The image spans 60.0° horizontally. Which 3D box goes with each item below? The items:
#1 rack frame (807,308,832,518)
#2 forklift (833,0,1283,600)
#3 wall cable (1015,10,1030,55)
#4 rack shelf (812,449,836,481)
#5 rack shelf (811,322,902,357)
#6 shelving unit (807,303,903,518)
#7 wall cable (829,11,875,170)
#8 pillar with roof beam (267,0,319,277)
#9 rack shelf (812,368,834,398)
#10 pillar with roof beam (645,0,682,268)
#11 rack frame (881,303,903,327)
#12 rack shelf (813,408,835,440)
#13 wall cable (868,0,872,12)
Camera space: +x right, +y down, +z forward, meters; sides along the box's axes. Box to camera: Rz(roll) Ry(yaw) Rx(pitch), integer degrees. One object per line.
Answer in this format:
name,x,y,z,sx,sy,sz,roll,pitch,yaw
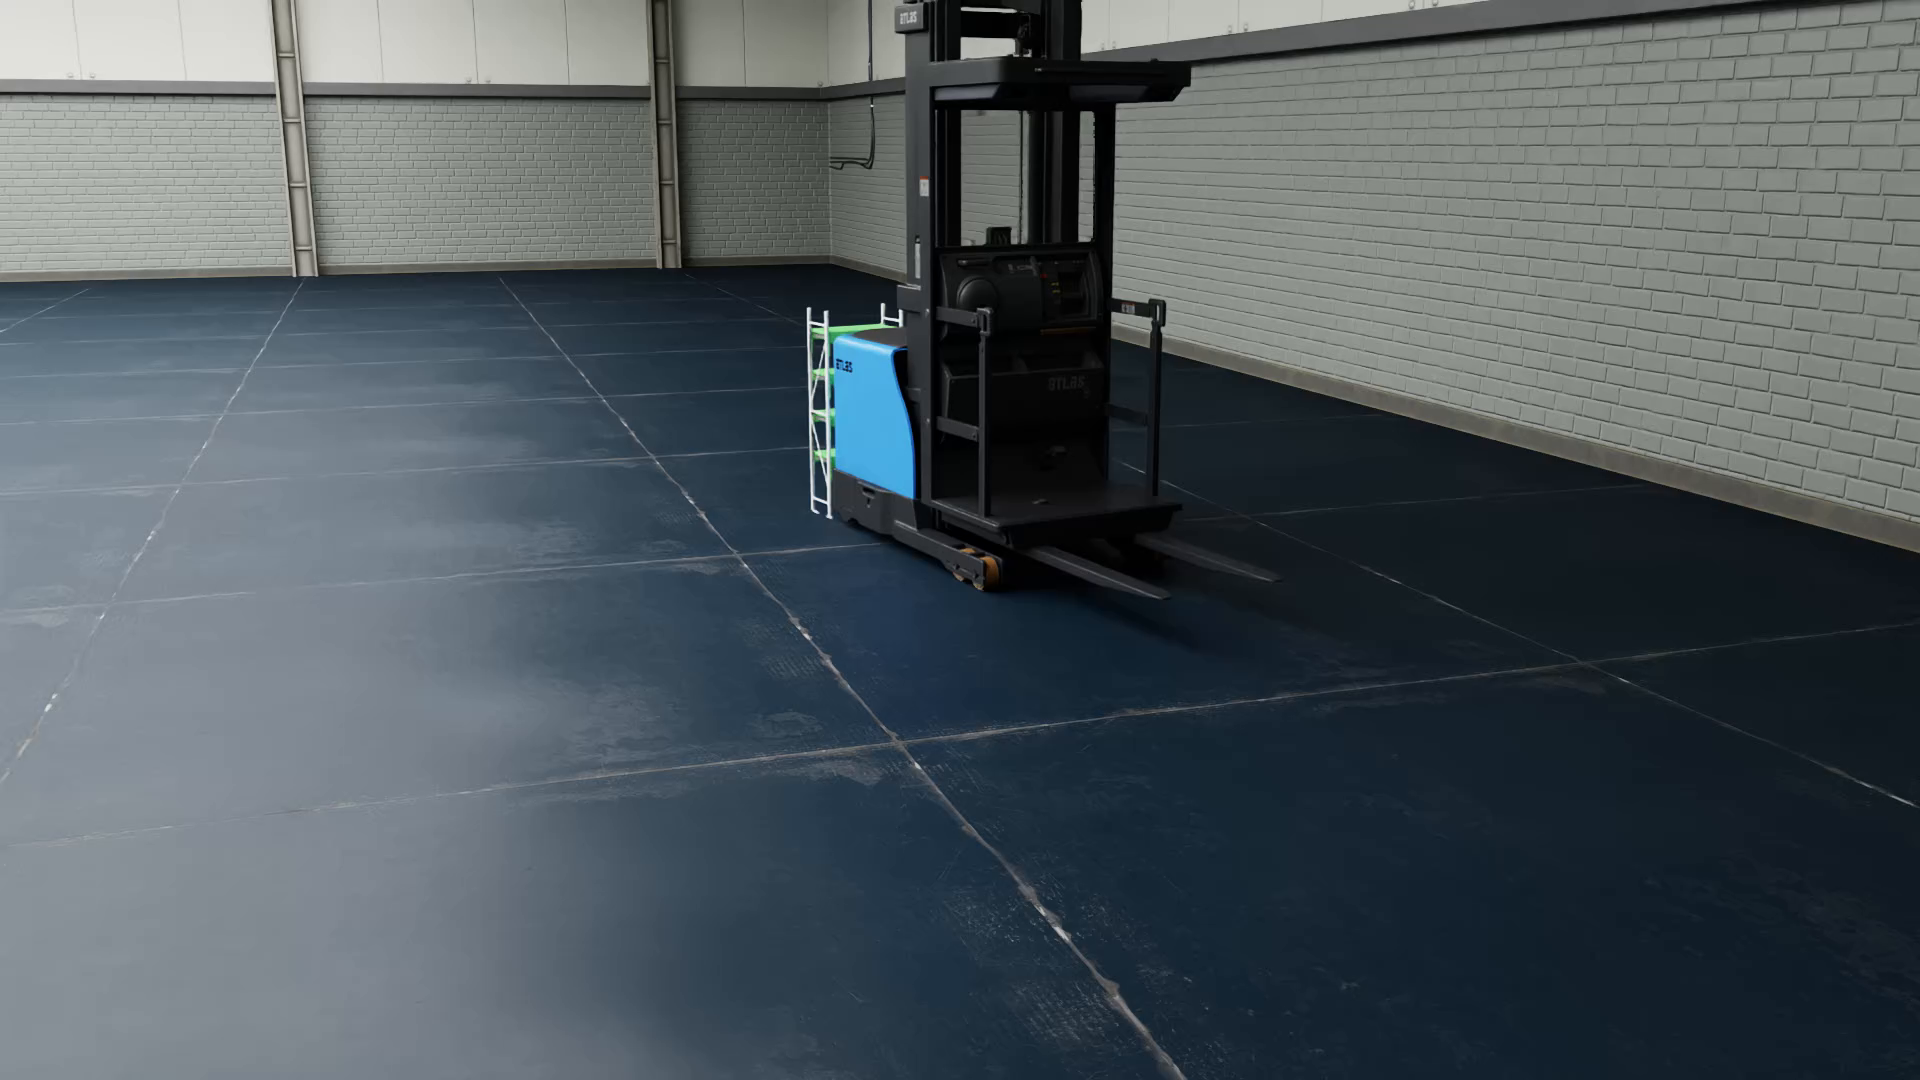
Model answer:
rack frame,-0.814,-0.734,9.636,0.015,1.200,0.240,-8,16,-31
forklift,0.424,-1.301,8.277,1.130,2.935,3.031,-7,15,-28
wall cable,1.085,-8.695,18.902,0.169,6.003,2.305,-4,14,-18
rack shelf,-0.605,-0.468,9.830,0.480,0.148,0.258,-8,16,-31
rack shelf,-0.605,-1.168,9.663,0.480,0.148,0.258,-8,16,-31
shelving unit,-0.605,-0.763,9.759,0.503,1.200,0.258,-8,16,-31
wall cable,-1.928,-7.613,28.413,0.112,2.526,3.097,-4,14,-18
pillar with roof beam,-9.455,-7.809,22.528,0.400,9.000,9.100,-4,14,-18
rack shelf,-0.605,-0.935,9.719,0.480,0.148,0.258,-8,16,-31
pillar with roof beam,-3.769,-8.252,24.389,0.400,9.000,9.100,-4,14,-18
rack frame,-0.397,-0.793,9.883,0.015,1.200,0.240,-8,16,-31
rack shelf,-0.605,-0.701,9.774,0.480,0.148,0.258,-8,16,-31
wall cable,-1.065,-9.477,25.334,0.112,2.526,3.097,-4,14,-18
